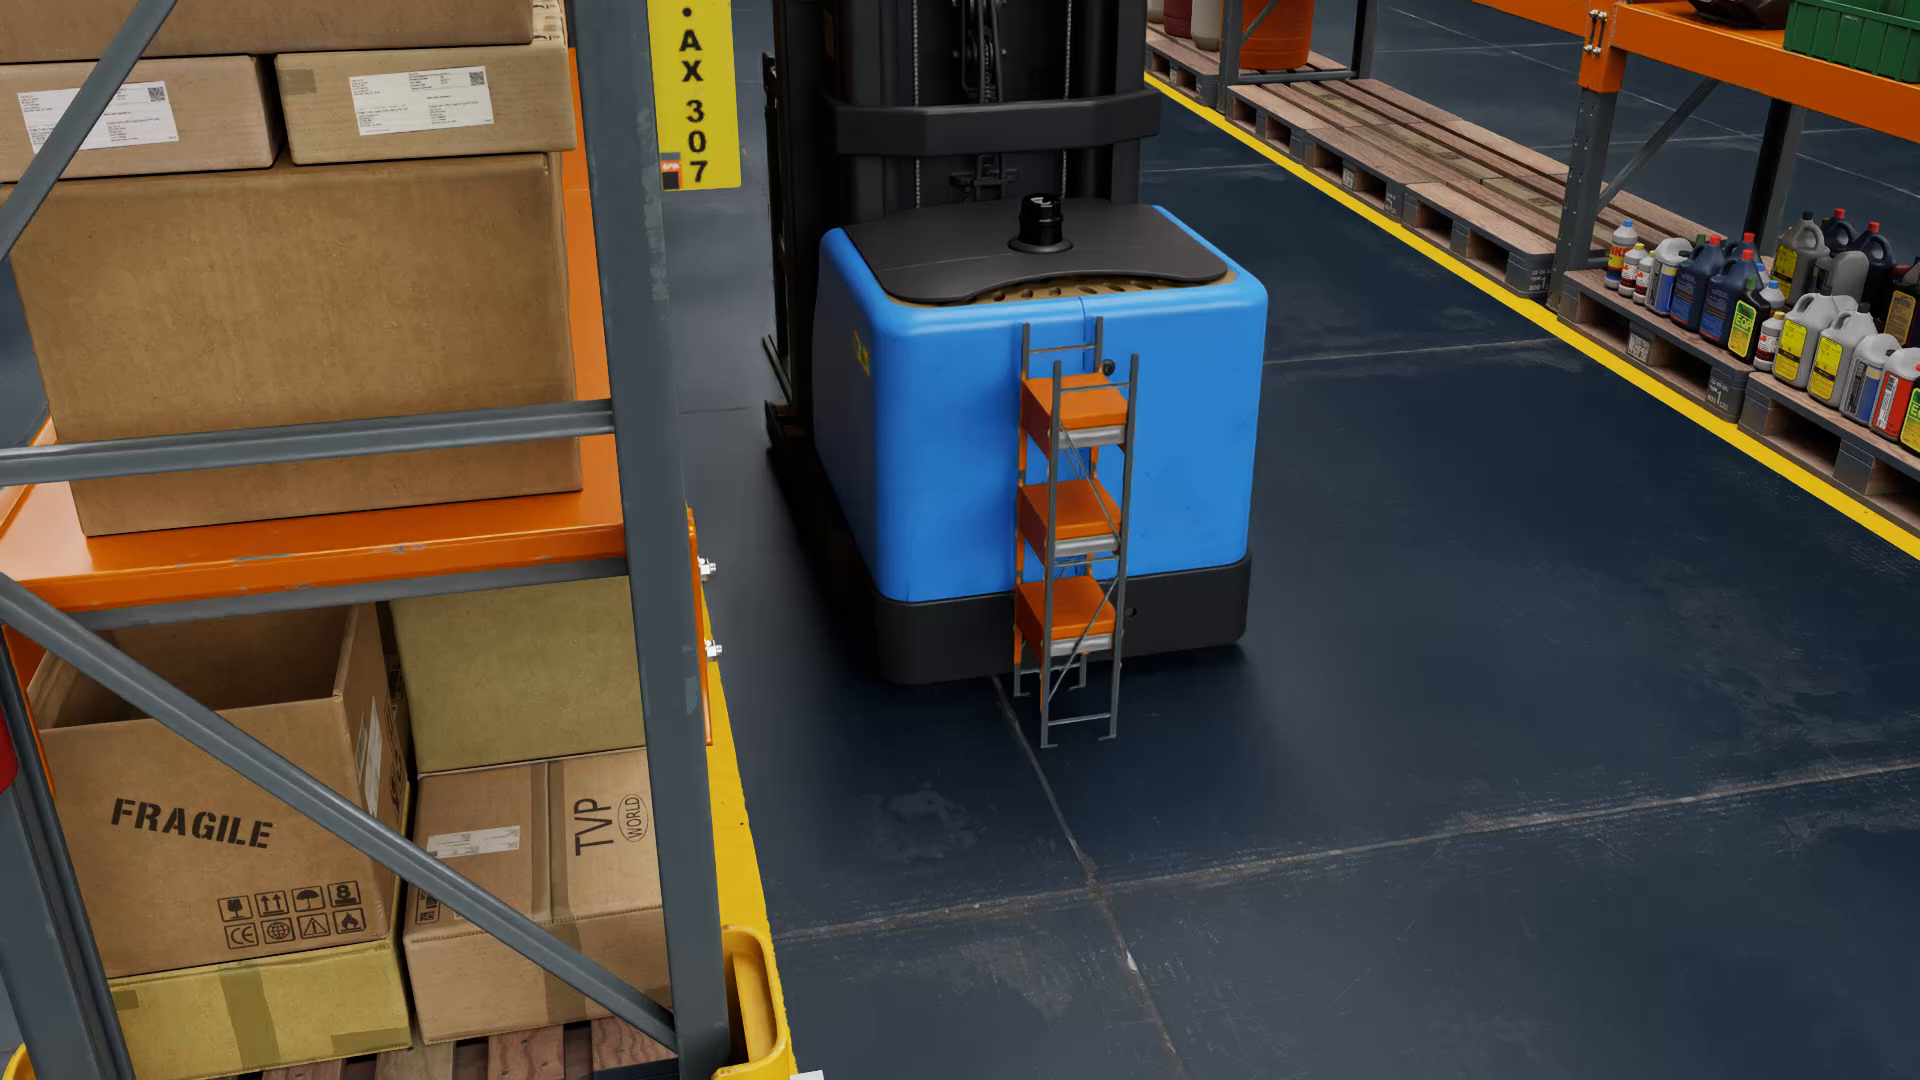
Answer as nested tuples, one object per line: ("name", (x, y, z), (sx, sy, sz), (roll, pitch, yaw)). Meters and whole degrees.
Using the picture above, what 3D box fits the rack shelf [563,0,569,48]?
("rack shelf", (-2.223, -2.431, 7.535), (1.077, 0.370, 4.000), (-6, 27, -12))

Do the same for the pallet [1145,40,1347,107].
("pallet", (1.934, -3.228, 11.412), (1.003, 0.211, 1.213), (-6, 27, -12))

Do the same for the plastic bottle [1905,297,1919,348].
("plastic bottle", (3.525, -0.797, 6.026), (0.061, 0.283, 0.133), (-6, 27, -12))

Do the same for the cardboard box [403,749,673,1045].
("cardboard box", (-0.775, 0.664, 3.191), (0.500, 0.250, 0.500), (-6, 27, -12))

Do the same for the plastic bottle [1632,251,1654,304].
("plastic bottle", (2.745, -1.049, 6.616), (0.097, 0.201, 0.097), (0, 27, 0))

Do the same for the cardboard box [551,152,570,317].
("cardboard box", (-1.087, -0.599, 2.997), (0.700, 0.500, 0.500), (-5, 27, -10))

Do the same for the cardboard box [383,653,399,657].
("cardboard box", (-1.519, 0.279, 3.954), (0.500, 0.250, 0.500), (-6, 27, -12))

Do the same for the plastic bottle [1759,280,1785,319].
("plastic bottle", (2.944, -0.814, 6.072), (0.097, 0.271, 0.097), (0, 27, 0))

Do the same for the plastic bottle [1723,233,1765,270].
("plastic bottle", (2.972, -1.007, 6.368), (0.144, 0.351, 0.185), (-6, 27, -12))

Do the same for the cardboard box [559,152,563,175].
("cardboard box", (-1.315, -1.048, 3.887), (0.700, 0.500, 0.500), (-5, 27, -10))

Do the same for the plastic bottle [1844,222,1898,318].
("plastic bottle", (3.523, -1.051, 6.456), (0.144, 0.351, 0.185), (-7, 28, -14))

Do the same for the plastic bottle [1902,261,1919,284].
("plastic bottle", (3.596, -0.910, 6.175), (0.144, 0.351, 0.185), (-6, 27, -12))

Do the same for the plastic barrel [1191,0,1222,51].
("plastic barrel", (1.811, -3.660, 11.467), (0.421, 0.512, 0.421), (0, 27, 0))

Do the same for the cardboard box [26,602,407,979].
("cardboard box", (-1.282, 0.382, 2.917), (0.500, 0.500, 0.500), (-6, 27, -12))

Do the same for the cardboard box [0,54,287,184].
("cardboard box", (-1.143, -0.601, 2.280), (0.380, 0.149, 0.250), (-6, 27, -12))

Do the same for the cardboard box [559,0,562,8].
("cardboard box", (-0.867, -0.872, 2.817), (0.380, 0.149, 0.250), (-6, 27, -11))

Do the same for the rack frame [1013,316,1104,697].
("rack frame", (0.242, -0.059, 4.188), (0.200, 1.050, 0.008), (-7, 29, -13))

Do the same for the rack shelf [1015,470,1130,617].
("rack shelf", (0.272, 0.006, 4.089), (0.215, 0.259, 0.240), (-7, 29, -13))

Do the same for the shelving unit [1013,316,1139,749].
("shelving unit", (0.272, -0.003, 4.084), (0.215, 1.050, 0.252), (-7, 29, -13))

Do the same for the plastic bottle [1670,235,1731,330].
("plastic bottle", (2.832, -0.993, 6.339), (0.144, 0.351, 0.185), (-5, 27, -10))

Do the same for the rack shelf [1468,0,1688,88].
("rack shelf", (2.603, -2.932, 8.529), (1.077, 0.370, 4.000), (-6, 27, -12))

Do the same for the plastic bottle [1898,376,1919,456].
("plastic bottle", (3.070, -0.414, 5.268), (0.061, 0.283, 0.133), (-5, 27, -10))

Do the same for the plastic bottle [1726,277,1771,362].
("plastic bottle", (2.871, -0.803, 6.038), (0.061, 0.283, 0.133), (-5, 27, -9))

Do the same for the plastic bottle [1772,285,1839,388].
("plastic bottle", (2.970, -0.723, 5.805), (0.144, 0.351, 0.185), (-6, 27, -12))

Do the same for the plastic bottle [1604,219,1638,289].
("plastic bottle", (2.699, -1.169, 6.777), (0.097, 0.271, 0.097), (0, 27, 0))

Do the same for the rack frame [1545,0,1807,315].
("rack frame", (3.054, -2.375, 6.627), (1.000, 3.000, 0.127), (-6, 27, -12))

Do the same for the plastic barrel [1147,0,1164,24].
("plastic barrel", (1.557, -4.156, 12.449), (0.421, 0.512, 0.421), (0, 27, 0))

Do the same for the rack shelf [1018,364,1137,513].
("rack shelf", (0.274, -0.244, 3.955), (0.215, 0.259, 0.240), (-7, 29, -13))

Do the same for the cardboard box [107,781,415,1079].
("cardboard box", (-1.280, 0.717, 3.087), (0.500, 0.250, 0.500), (-6, 27, -12))

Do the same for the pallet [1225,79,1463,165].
("pallet", (2.289, -2.542, 10.053), (1.003, 0.211, 1.213), (-6, 27, -12))

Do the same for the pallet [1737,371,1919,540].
("pallet", (3.443, -0.295, 5.600), (1.003, 0.211, 1.213), (-6, 27, -12))

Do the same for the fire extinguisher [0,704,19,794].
("fire extinguisher", (-1.297, 0.016, 1.976), (0.296, 0.674, 0.183), (-6, 27, -12))

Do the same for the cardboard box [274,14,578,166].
("cardboard box", (-0.750, -0.646, 2.371), (0.380, 0.149, 0.250), (-6, 27, -12))

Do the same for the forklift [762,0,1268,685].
("forklift", (-0.063, -1.574, 5.116), (1.130, 2.935, 3.031), (-6, 27, -13))

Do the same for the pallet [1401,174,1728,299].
("pallet", (2.839, -1.471, 7.931), (1.003, 0.211, 1.213), (-6, 27, -12))

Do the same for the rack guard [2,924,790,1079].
("rack guard", (-0.866, 1.009, 2.697), (1.175, 0.500, 0.348), (-6, 27, -12))

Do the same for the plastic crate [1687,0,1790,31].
("plastic crate", (3.048, -2.105, 6.160), (0.767, 0.338, 0.504), (-6, 27, -12))

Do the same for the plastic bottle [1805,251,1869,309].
("plastic bottle", (3.385, -0.992, 6.421), (0.152, 0.276, 0.135), (-6, 27, -12))

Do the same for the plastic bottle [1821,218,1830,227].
("plastic bottle", (3.484, -1.181, 6.788), (0.061, 0.283, 0.133), (-5, 27, -9))

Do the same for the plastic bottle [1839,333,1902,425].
("plastic bottle", (3.053, -0.536, 5.517), (0.152, 0.276, 0.135), (-7, 28, -13))
